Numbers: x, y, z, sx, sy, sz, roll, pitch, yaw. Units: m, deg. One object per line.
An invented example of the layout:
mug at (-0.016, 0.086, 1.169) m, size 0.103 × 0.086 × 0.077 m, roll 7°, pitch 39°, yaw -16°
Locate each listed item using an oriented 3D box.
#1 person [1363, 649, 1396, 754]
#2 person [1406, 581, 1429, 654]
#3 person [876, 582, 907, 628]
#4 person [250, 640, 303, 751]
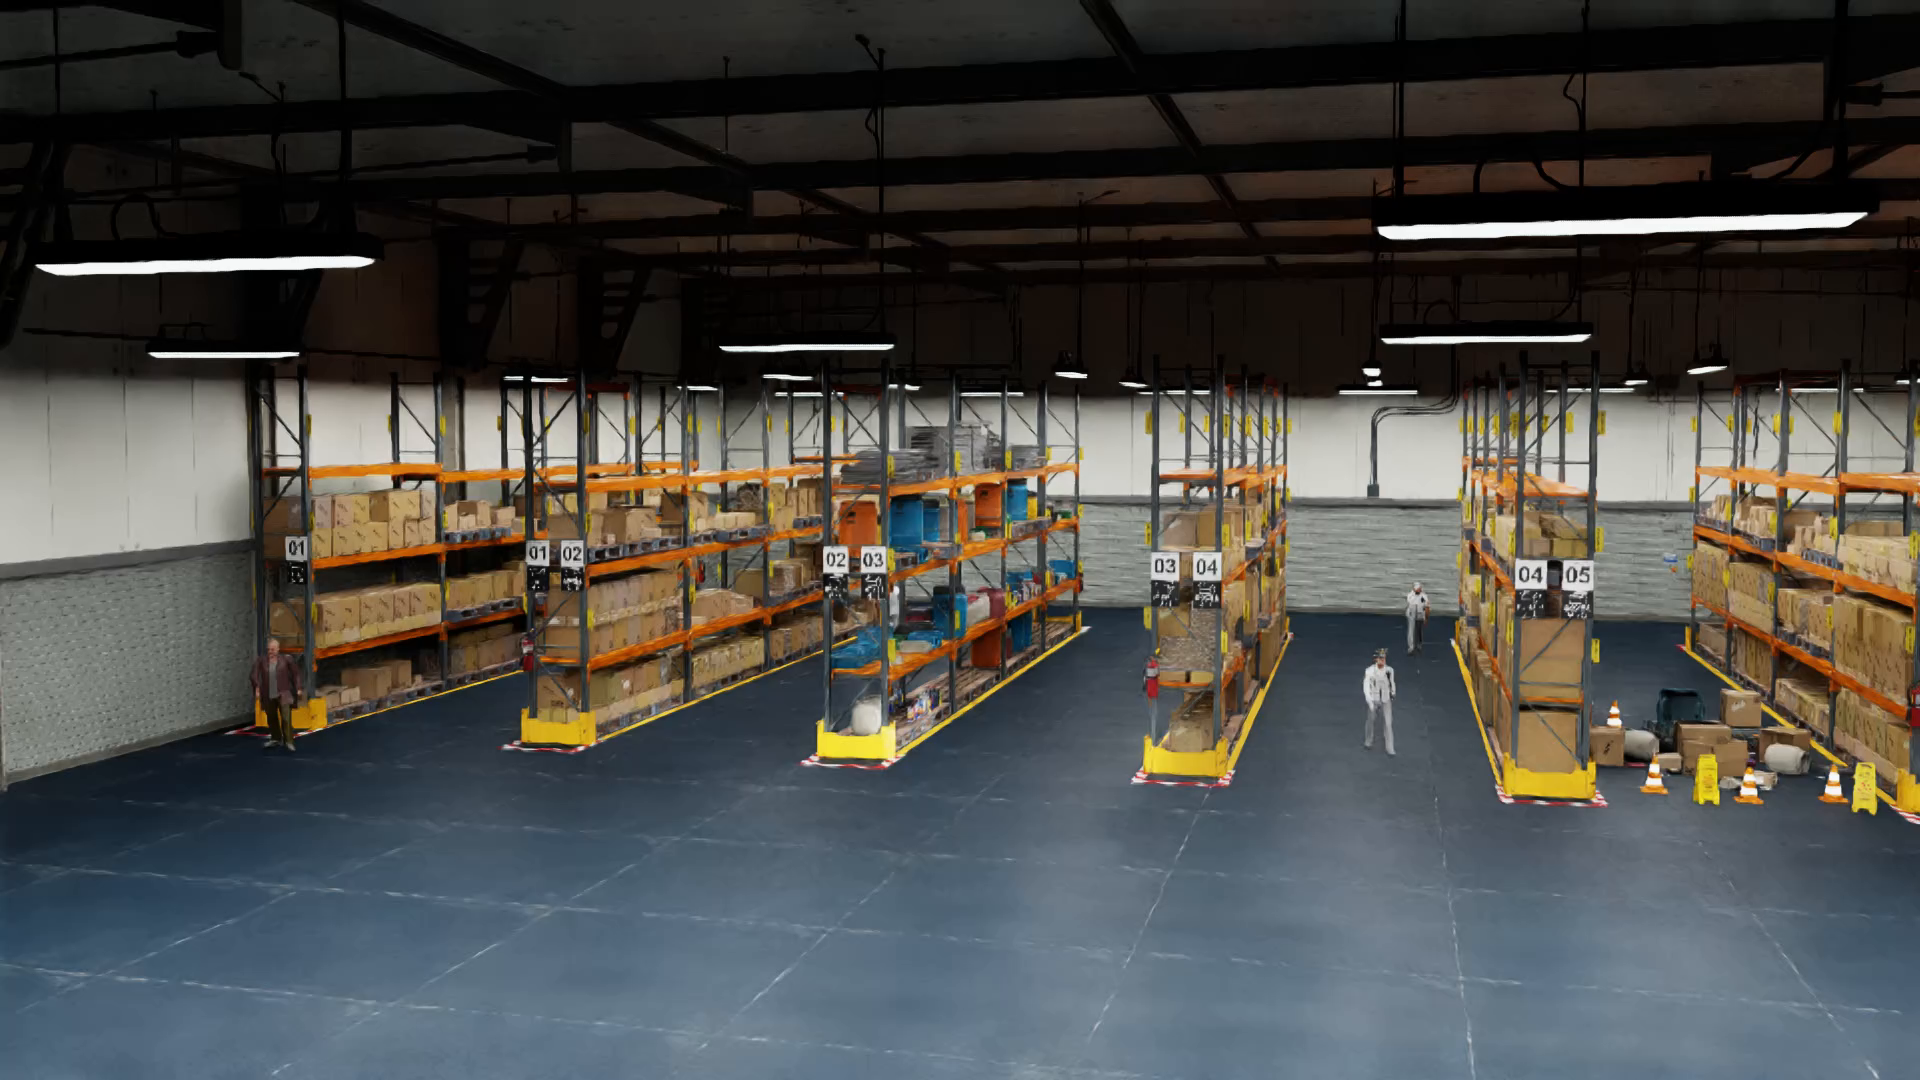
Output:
person at (6.401, 2.436, 25.395) m, size 0.511 × 1.586 × 1.058 m, roll 0°, pitch 4°, yaw 5°
person at (9.999, 1.687, 36.345) m, size 0.482 × 1.579 × 1.062 m, roll 1°, pitch 4°, yaw 12°
person at (-1.527, 1.626, 36.668) m, size 0.719 × 1.714 × 0.578 m, roll 1°, pitch 4°, yaw 12°
person at (-10.502, 2.371, 25.585) m, size 0.733 × 1.716 × 0.870 m, roll 0°, pitch 4°, yaw -4°
